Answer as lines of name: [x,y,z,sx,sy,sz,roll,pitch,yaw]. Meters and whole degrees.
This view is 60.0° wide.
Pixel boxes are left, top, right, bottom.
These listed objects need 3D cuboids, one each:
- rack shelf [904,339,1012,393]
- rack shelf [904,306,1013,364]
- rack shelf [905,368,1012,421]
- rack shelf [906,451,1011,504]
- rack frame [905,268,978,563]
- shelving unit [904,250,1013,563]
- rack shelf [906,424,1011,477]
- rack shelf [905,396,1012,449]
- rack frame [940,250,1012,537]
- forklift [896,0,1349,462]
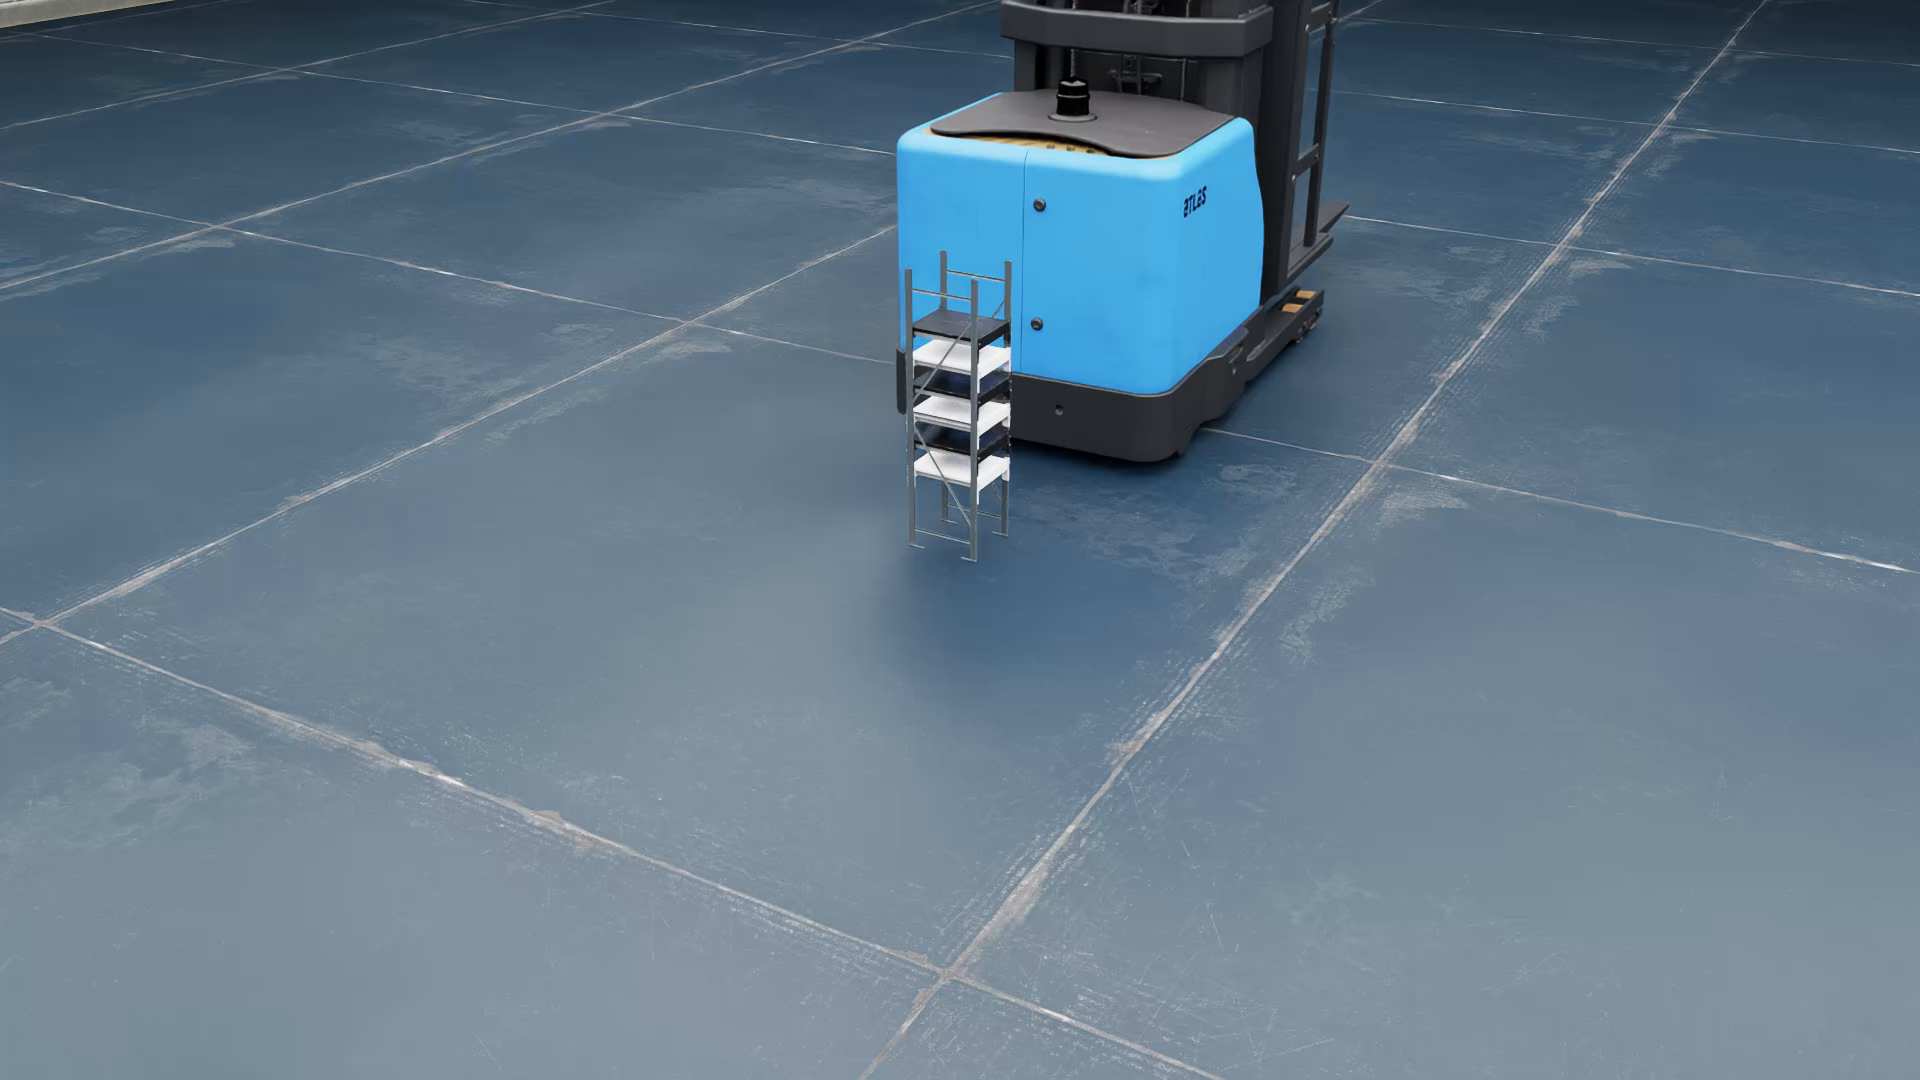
rack shelf: [-0.004,-0.530,4.977,0.258,0.077,0.200,14,30,26]
rack shelf: [-0.004,-0.611,4.936,0.258,0.077,0.200,14,30,26]
rack shelf: [-0.004,-0.450,5.017,0.258,0.077,0.200,14,30,26]
rack shelf: [-0.004,-0.208,5.138,0.258,0.077,0.200,14,30,26]
rack frame: [-0.054,-0.360,4.963,0.240,0.900,0.006,14,30,26]
shelving unit: [-0.004,-0.399,5.042,0.258,0.900,0.210,14,30,26]
rack shelf: [-0.004,-0.289,5.097,0.258,0.077,0.200,14,30,26]
rack shelf: [-0.004,-0.369,5.057,0.258,0.077,0.200,14,30,26]
rack frame: [0.046,-0.439,5.121,0.240,0.900,0.006,14,30,26]
forklift: [0.886,-2.203,6.376,1.130,2.935,3.031,13,29,24]
